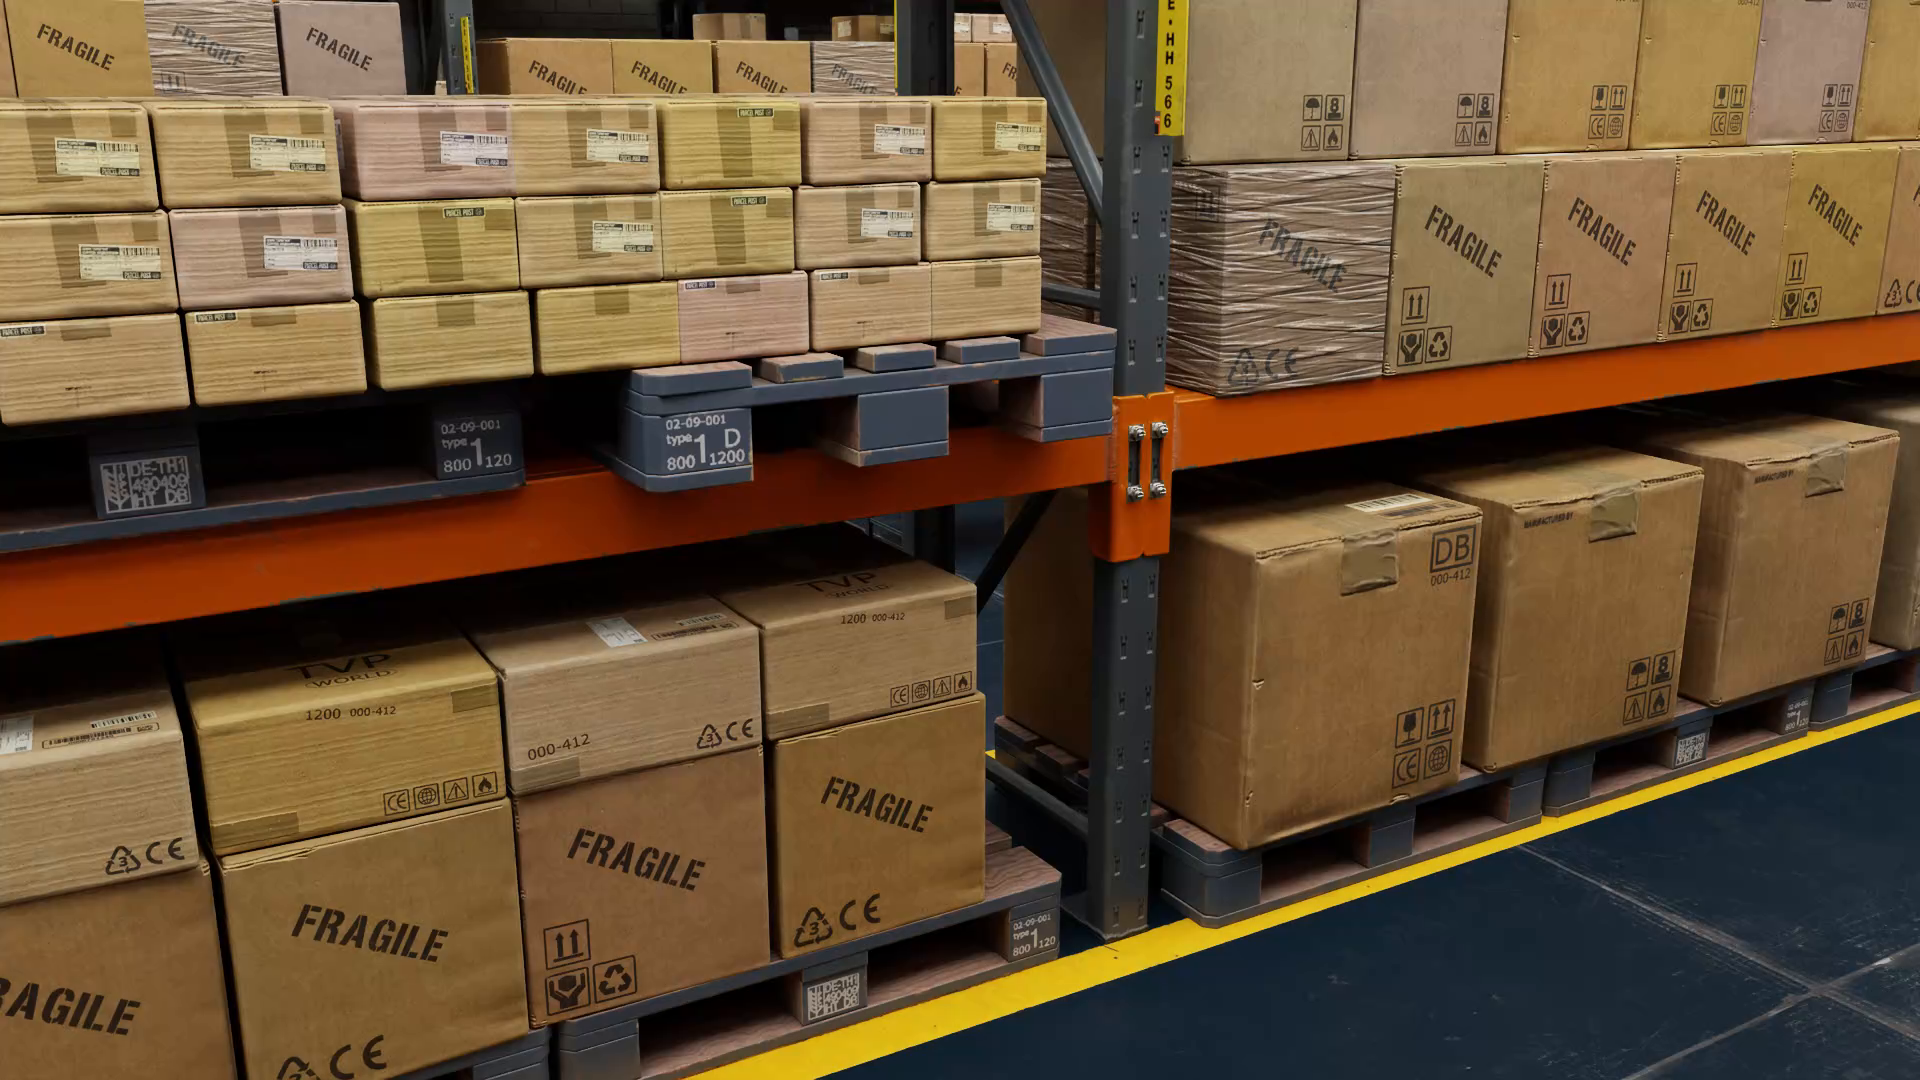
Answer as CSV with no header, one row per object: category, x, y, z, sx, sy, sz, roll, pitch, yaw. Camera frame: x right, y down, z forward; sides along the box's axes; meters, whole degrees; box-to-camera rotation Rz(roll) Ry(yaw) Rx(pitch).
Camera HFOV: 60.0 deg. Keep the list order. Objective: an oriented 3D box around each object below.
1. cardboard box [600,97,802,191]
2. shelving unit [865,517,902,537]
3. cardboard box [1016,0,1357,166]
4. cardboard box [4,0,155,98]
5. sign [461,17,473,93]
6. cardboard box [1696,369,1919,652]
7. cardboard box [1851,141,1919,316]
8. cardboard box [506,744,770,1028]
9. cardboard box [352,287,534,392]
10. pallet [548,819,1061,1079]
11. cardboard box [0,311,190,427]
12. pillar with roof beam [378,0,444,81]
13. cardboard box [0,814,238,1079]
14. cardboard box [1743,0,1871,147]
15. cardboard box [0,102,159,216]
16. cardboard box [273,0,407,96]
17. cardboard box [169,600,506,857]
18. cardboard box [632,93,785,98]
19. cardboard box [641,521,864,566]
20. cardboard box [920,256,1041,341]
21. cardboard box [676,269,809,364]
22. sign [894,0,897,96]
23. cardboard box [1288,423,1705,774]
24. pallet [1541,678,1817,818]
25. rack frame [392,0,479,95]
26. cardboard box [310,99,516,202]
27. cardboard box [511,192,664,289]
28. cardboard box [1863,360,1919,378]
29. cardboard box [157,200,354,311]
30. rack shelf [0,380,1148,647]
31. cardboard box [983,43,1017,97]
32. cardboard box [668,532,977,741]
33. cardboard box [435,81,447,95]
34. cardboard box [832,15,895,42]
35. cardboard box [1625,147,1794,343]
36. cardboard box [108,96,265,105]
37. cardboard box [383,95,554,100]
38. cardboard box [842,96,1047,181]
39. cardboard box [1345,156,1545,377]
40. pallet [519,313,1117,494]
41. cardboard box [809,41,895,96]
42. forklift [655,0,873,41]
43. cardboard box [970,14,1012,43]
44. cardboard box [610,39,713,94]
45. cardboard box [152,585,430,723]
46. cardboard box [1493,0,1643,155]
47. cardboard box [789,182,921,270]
cardboard box,-0.480,-0.726,3.027,0.250,0.149,0.380,-9,18,-28
shelving unit,0.006,-0.723,7.211,0.755,1.500,0.431,-9,18,-30
cardboard box,0.535,-1.193,4.070,0.500,0.500,0.700,-9,18,-30
cardboard box,-3.664,-1.991,6.917,0.500,0.500,0.500,-9,18,-30
sign,-2.202,-2.164,7.427,0.005,0.325,0.100,-9,18,-30
cardboard box,3.088,-0.171,5.853,0.750,0.750,1.050,-9,18,-30
cardboard box,2.831,-1.003,5.244,0.500,0.500,0.500,-9,18,-30
cardboard box,-0.731,0.622,3.488,0.500,0.500,0.500,-8,18,-27
cardboard box,-0.920,-0.368,2.852,0.250,0.149,0.380,-10,19,-32
pallet,-0.525,0.848,3.994,1.213,0.211,1.003,-9,18,-30
cardboard box,-1.375,-0.294,2.588,0.250,0.149,0.380,-10,19,-32
pillar with roof beam,-2.180,-5.165,9.162,0.400,9.000,9.100,-9,18,-30
cardboard box,-1.619,0.763,2.983,0.500,0.500,0.500,-9,18,-29
cardboard box,2.278,-1.476,5.081,0.500,0.500,0.700,-9,18,-29
cardboard box,-1.372,-0.581,2.512,0.250,0.149,0.380,-9,18,-28
cardboard box,-2.799,-2.132,7.419,0.500,0.500,0.500,-10,18,-31
cardboard box,-1.177,0.333,3.130,0.500,0.250,0.500,-9,18,-28
cardboard box,-0.579,-0.913,3.696,0.250,0.149,0.380,-10,18,-31
cardboard box,-0.570,0.077,4.042,0.500,0.250,0.500,-10,19,-32
cardboard box,-0.041,-0.509,3.357,0.250,0.149,0.380,-9,18,-29
cardboard box,-0.475,-0.440,3.108,0.250,0.149,0.380,-9,18,-29
sign,-0.143,-1.289,4.304,0.005,0.325,0.100,-9,18,-30
cardboard box,1.461,0.092,4.915,0.750,0.750,1.050,-9,18,-29
pallet,1.905,0.479,5.310,1.213,0.211,1.003,-9,18,-30
rack frame,-2.490,-1.734,8.040,0.127,3.000,1.000,-9,18,-30
cardboard box,-0.916,-0.656,2.777,0.250,0.149,0.380,-9,18,-30
cardboard box,-0.710,-0.544,2.930,0.250,0.149,0.380,-9,18,-30
cardboard box,4.149,-0.410,6.472,0.875,0.875,0.875,-9,18,-29
cardboard box,-1.148,-0.474,2.679,0.250,0.149,0.380,-9,18,-28
rack shelf,-1.569,0.021,3.109,4.000,0.370,1.077,-9,18,-30
cardboard box,0.236,-2.497,9.247,0.500,0.500,0.500,-9,18,-29
cardboard box,-0.306,0.193,3.628,0.500,0.250,0.500,-10,18,-31
cardboard box,-3.972,-3.337,12.371,0.250,0.149,0.380,-9,18,-29
cardboard box,-0.525,-2.838,9.260,0.250,0.149,0.380,-8,18,-27
cardboard box,1.964,-0.861,4.740,0.500,0.500,0.500,-9,18,-30
cardboard box,-1.476,-0.768,3.179,0.250,0.149,0.380,-9,18,-28
cardboard box,-1.019,-0.844,3.447,0.250,0.149,0.380,-10,19,-32
cardboard box,-0.039,-0.797,3.280,0.250,0.149,0.380,-10,19,-32
cardboard box,1.104,-0.723,4.245,0.500,0.500,0.500,-9,18,-30
pallet,-0.411,-0.387,3.589,1.003,0.211,1.213,-9,18,-30
cardboard box,-0.658,-2.354,8.736,0.500,0.500,0.500,-10,19,-32
forklift,-1.232,-2.656,11.453,3.031,2.935,1.130,-9,18,-30
cardboard box,0.075,-2.781,9.057,0.250,0.149,0.380,-10,18,-31
cardboard box,-1.543,-2.211,8.226,0.500,0.500,0.500,-8,18,-27
cardboard box,-1.436,0.213,3.555,0.500,0.250,0.500,-9,18,-29
cardboard box,1.407,-1.335,4.578,0.500,0.500,0.700,-10,18,-31
cardboard box,-0.271,-0.616,3.187,0.250,0.149,0.380,-8,18,-28
